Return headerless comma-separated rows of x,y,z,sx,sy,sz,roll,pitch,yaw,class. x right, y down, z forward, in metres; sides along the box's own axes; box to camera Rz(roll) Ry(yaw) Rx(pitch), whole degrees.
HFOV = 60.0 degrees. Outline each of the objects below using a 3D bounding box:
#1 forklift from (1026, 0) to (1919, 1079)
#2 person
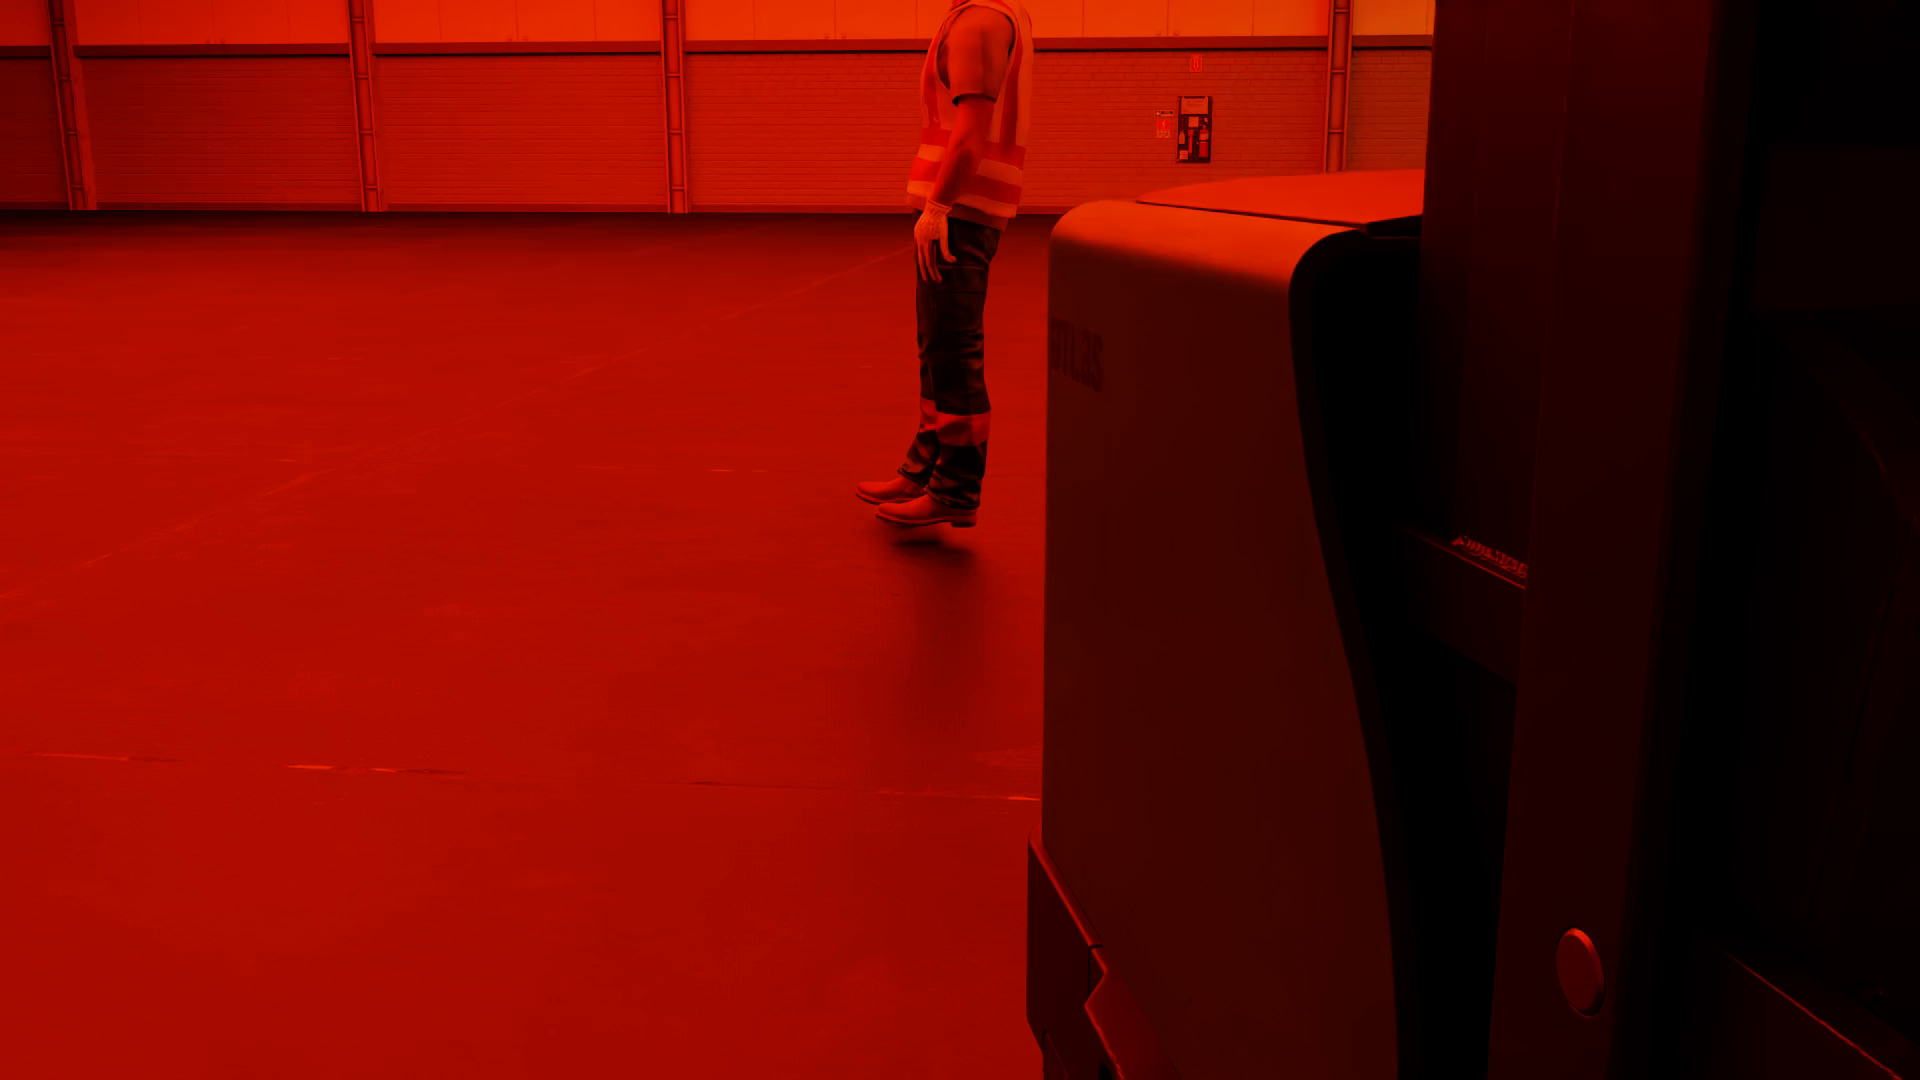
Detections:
0.867,-0.464,0.496,1.130,2.935,3.031,-3,13,-11,forklift
-0.079,-0.922,4.752,0.561,1.789,0.638,2,13,7,person
